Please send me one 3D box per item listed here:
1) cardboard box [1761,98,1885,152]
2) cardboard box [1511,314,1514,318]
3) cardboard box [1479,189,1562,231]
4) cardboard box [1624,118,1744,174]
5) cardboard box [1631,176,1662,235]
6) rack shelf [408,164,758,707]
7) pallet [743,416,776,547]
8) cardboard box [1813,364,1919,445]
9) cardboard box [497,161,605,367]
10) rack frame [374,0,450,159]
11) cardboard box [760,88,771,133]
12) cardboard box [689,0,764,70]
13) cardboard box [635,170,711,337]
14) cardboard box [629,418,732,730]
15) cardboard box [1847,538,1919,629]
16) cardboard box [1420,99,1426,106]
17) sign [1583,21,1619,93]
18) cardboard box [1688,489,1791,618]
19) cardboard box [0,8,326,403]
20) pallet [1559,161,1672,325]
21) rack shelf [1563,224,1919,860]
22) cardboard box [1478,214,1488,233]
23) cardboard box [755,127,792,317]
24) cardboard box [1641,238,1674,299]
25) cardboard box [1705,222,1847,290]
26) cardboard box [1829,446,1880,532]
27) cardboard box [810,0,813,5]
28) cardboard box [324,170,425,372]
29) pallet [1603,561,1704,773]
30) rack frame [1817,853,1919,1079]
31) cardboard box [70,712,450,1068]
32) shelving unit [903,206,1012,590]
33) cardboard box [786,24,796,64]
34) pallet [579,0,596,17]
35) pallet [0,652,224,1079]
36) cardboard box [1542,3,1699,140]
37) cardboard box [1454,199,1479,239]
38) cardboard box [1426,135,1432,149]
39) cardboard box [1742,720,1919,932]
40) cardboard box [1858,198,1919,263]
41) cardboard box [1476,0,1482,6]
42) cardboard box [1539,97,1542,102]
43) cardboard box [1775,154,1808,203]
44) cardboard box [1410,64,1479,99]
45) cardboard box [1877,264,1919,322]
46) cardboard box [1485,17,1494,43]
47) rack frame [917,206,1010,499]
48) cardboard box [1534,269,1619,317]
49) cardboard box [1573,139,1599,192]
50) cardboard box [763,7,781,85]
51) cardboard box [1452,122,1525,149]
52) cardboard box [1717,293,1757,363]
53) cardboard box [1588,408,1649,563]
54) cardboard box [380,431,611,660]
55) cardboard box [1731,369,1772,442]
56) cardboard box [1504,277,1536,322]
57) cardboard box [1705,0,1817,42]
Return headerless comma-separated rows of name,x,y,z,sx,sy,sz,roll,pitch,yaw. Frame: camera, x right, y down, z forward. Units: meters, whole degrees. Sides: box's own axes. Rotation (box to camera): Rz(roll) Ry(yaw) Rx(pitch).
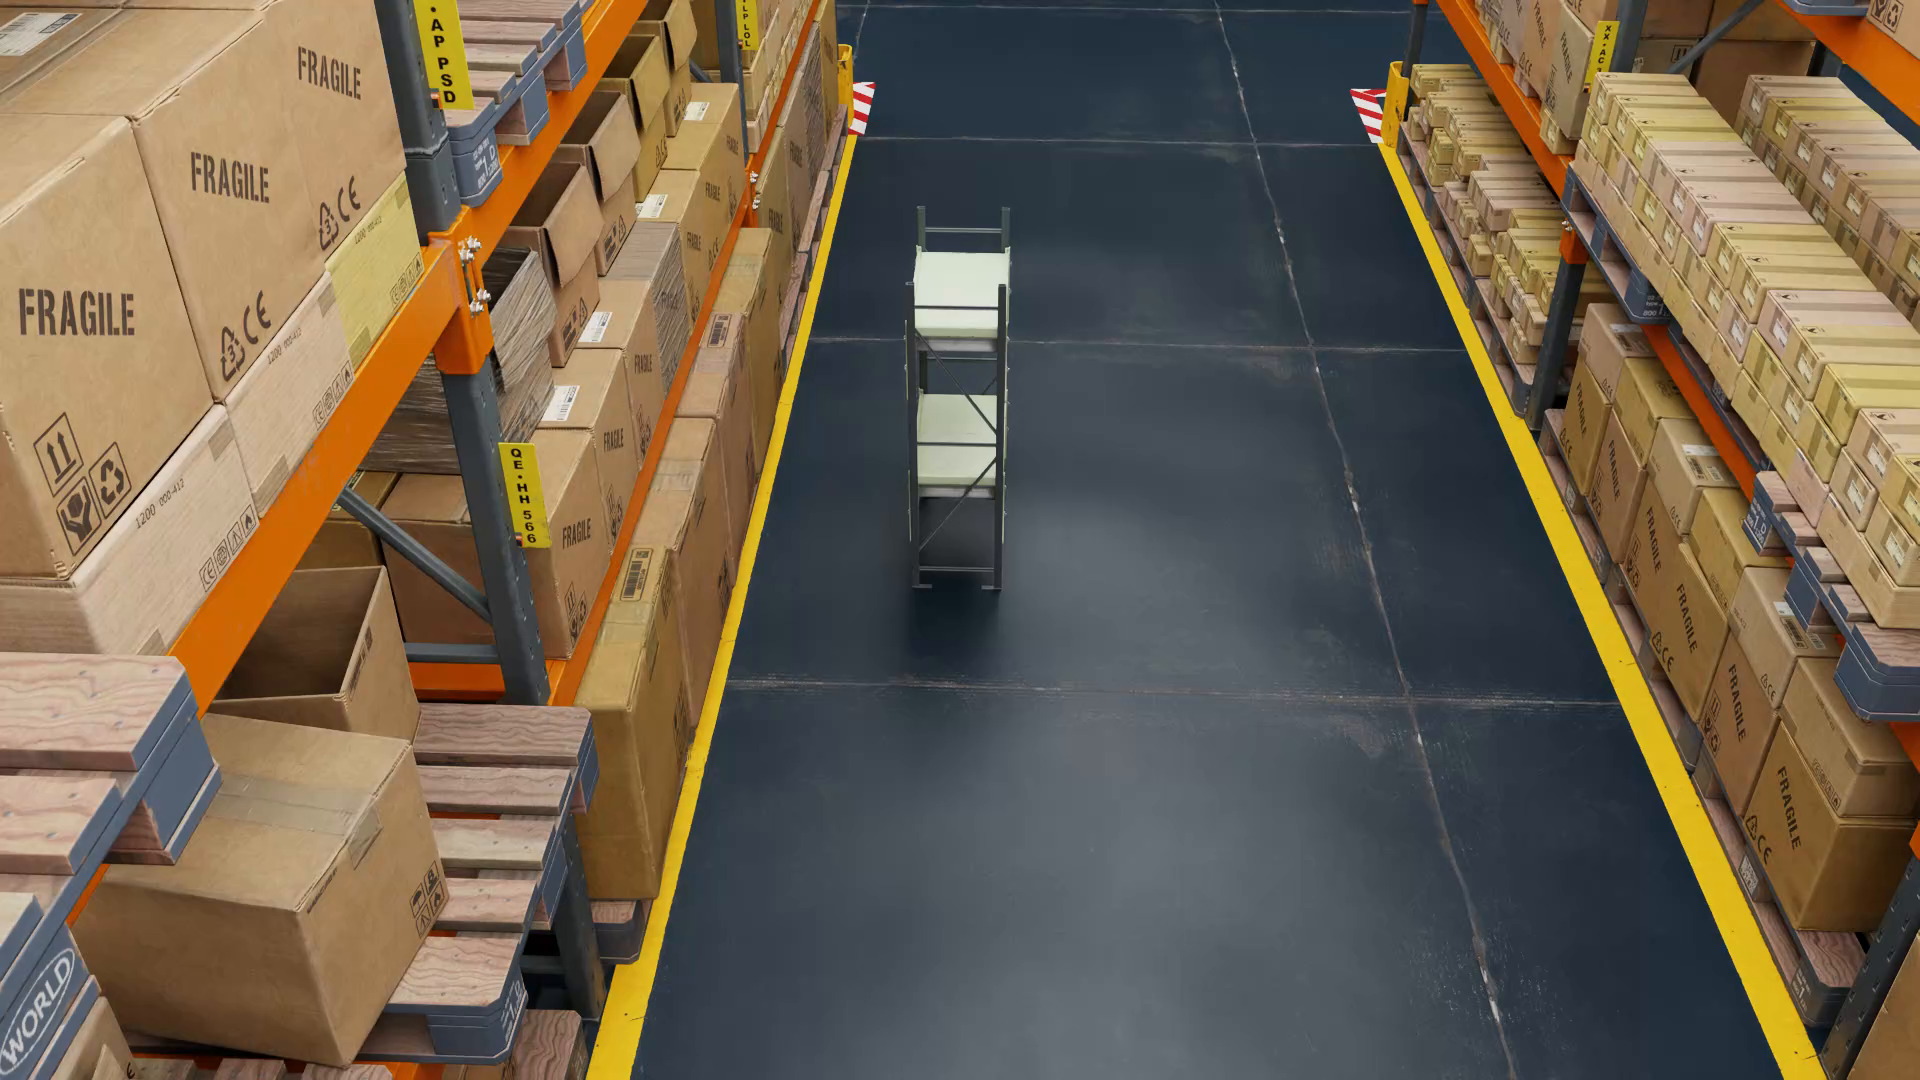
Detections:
cardboard box,3.595,-1.729,6.937,0.380,0.149,0.250,0,35,0
cardboard box,3.196,-1.192,8.951,0.380,0.149,0.250,2,35,3
cardboard box,3.161,-1.861,9.386,0.380,0.149,0.250,0,35,0
cardboard box,2.933,-1.595,6.747,0.380,0.149,0.250,2,35,2
cardboard box,2.923,-1.334,6.634,0.380,0.149,0.250,0,35,0
rack shelf,-1.606,-0.535,6.528,1.077,0.370,4.000,1,35,2
pallet,-1.481,-0.392,8.125,1.003,0.211,1.213,1,35,2
cardboard box,2.850,-0.407,5.056,0.380,0.149,0.250,2,35,3
cardboard box,-1.612,-0.926,5.499,0.797,0.503,0.637,2,35,3
rack frame,-1.686,-2.135,2.961,1.000,3.000,0.127,1,35,2
cardboard box,-1.171,-2.189,8.474,0.380,0.149,0.250,0,35,0
cardboard box,-1.251,-2.615,8.081,0.500,0.500,0.500,1,35,2
cardboard box,-1.312,-1.160,6.705,0.500,0.500,0.500,1,35,1
cardboard box,-1.594,0.109,6.468,1.225,0.875,0.875,1,35,2
cardboard box,2.826,0.129,4.811,0.380,0.149,0.250,2,35,3
cardboard box,3.309,-2.936,11.174,0.380,0.149,0.250,3,35,4
sign,2.884,-2.168,7.473,0.100,0.325,0.005,1,35,2
cardboard box,3.077,0.055,6.219,0.500,0.250,0.500,2,35,3
cardboard box,-1.465,-0.578,2.834,0.500,0.500,0.500,1,35,2
pallet,3.250,-1.292,7.146,1.003,0.211,1.213,1,35,2
rack shelf,3.346,-0.362,6.283,1.077,0.370,4.000,1,35,2
cardboard box,3.243,-1.873,9.662,0.380,0.149,0.250,0,35,0
cardboard box,-1.419,-1.658,8.983,0.875,0.875,0.875,1,35,2
cardboard box,2.911,-1.066,6.511,0.380,0.149,0.250,0,35,0
cardboard box,2.893,-1.005,5.907,0.380,0.149,0.250,2,35,3
cardboard box,2.840,-0.146,4.944,0.380,0.149,0.250,3,35,4
cardboard box,-1.090,-3.375,10.162,0.380,0.149,0.250,1,35,1
cardboard box,-1.460,-0.567,3.470,0.500,0.250,0.500,1,35,2
pallet,3.350,0.485,6.876,1.003,0.211,1.213,1,35,2
rack frame,3.266,0.492,4.441,1.000,3.000,0.127,1,35,2
cardboard box,-1.590,0.741,3.634,0.700,0.500,0.500,6,36,9
shelving unit,0.000,-0.610,7.313,0.431,1.500,0.755,1,35,2
cardboard box,-1.130,-2.783,9.319,0.380,0.149,0.250,2,35,2
pallet,-1.671,-1.844,5.321,1.003,0.211,1.213,3,35,4
pallet,-1.677,0.519,1.957,1.213,0.211,1.003,1,35,2
cardboard box,3.164,-2.253,8.001,0.500,0.500,0.500,1,35,2
cardboard box,3.197,-1.927,9.997,0.380,0.149,0.250,1,35,2
cardboard box,3.317,-2.663,11.045,0.380,0.149,0.250,1,35,2
cardboard box,3.031,0.959,5.585,0.500,0.500,0.500,1,35,2
cardboard box,3.552,-1.134,6.091,0.380,0.149,0.250,0,35,0
cardboard box,3.265,-3.426,9.670,0.500,0.500,0.500,2,35,3
cardboard box,3.255,-2.322,8.663,0.380,0.149,0.250,0,35,1
cardboard box,3.585,-1.469,6.827,0.380,0.149,0.250,3,35,4
cardboard box,3.227,-3.060,11.091,0.380,0.149,0.250,0,35,0
cardboard box,3.543,-0.867,5.969,0.380,0.149,0.250,3,35,4
cardboard box,3.235,-2.925,9.522,0.380,0.149,0.250,3,35,4
rack frame,0.014,-0.820,7.612,0.400,1.500,0.023,1,35,2
cardboard box,3.181,-1.265,8.538,0.380,0.149,0.250,2,35,3
cardboard box,2.951,-1.659,7.355,0.380,0.149,0.250,0,35,0
cardboard box,-1.220,-2.588,8.696,0.500,0.250,0.500,1,35,2
cardboard box,3.250,-2.453,10.228,0.380,0.149,0.250,3,35,4
cardboard box,2.880,-0.734,5.780,0.380,0.149,0.250,2,35,3
cardboard box,3.112,-0.232,7.281,0.500,0.500,0.500,3,35,4
cardboard box,-1.395,0.006,5.046,0.500,0.500,0.500,2,35,3
cardboard box,2.871,-0.459,5.647,0.380,0.149,0.250,0,35,0
cardboard box,3.120,-1.277,8.814,0.380,0.149,0.250,0,35,0
cardboard box,3.688,-2.631,7.670,0.500,0.500,0.500,2,35,3
